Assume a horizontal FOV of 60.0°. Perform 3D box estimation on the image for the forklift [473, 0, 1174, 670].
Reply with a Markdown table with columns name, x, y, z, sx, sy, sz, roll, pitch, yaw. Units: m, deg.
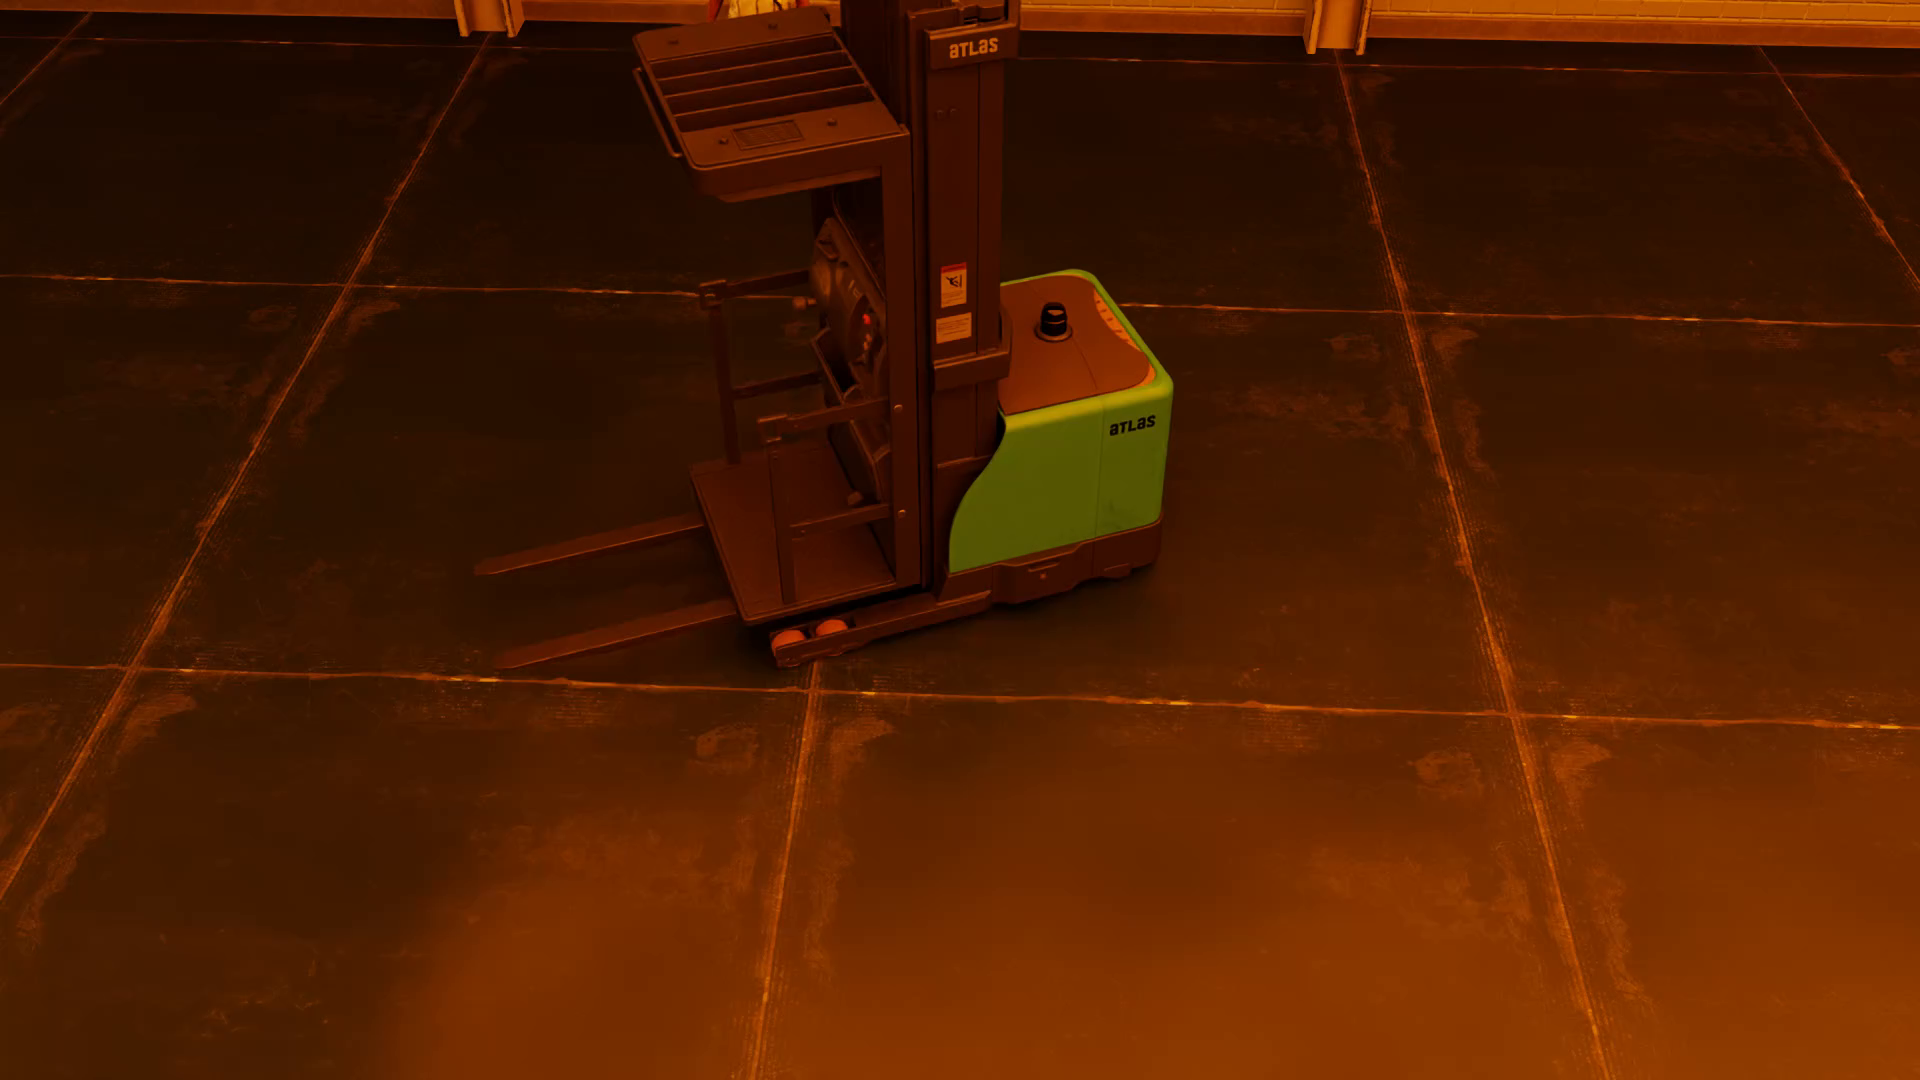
| name | x | y | z | sx | sy | sz | roll | pitch | yaw |
| --- | --- | --- | --- | --- | --- | --- | --- | --- | --- |
| forklift | -0.644 | -0.928 | 6.759 | 3.031 | 2.935 | 1.130 | -13 | 44 | -14 |

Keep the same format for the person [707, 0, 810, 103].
| name | x | y | z | sx | sy | sz | roll | pitch | yaw |
| --- | --- | --- | --- | --- | --- | --- | --- | --- | --- |
| person | -1.146 | -3.001 | 10.008 | 0.796 | 1.631 | 0.409 | -3 | 42 | -3 |
